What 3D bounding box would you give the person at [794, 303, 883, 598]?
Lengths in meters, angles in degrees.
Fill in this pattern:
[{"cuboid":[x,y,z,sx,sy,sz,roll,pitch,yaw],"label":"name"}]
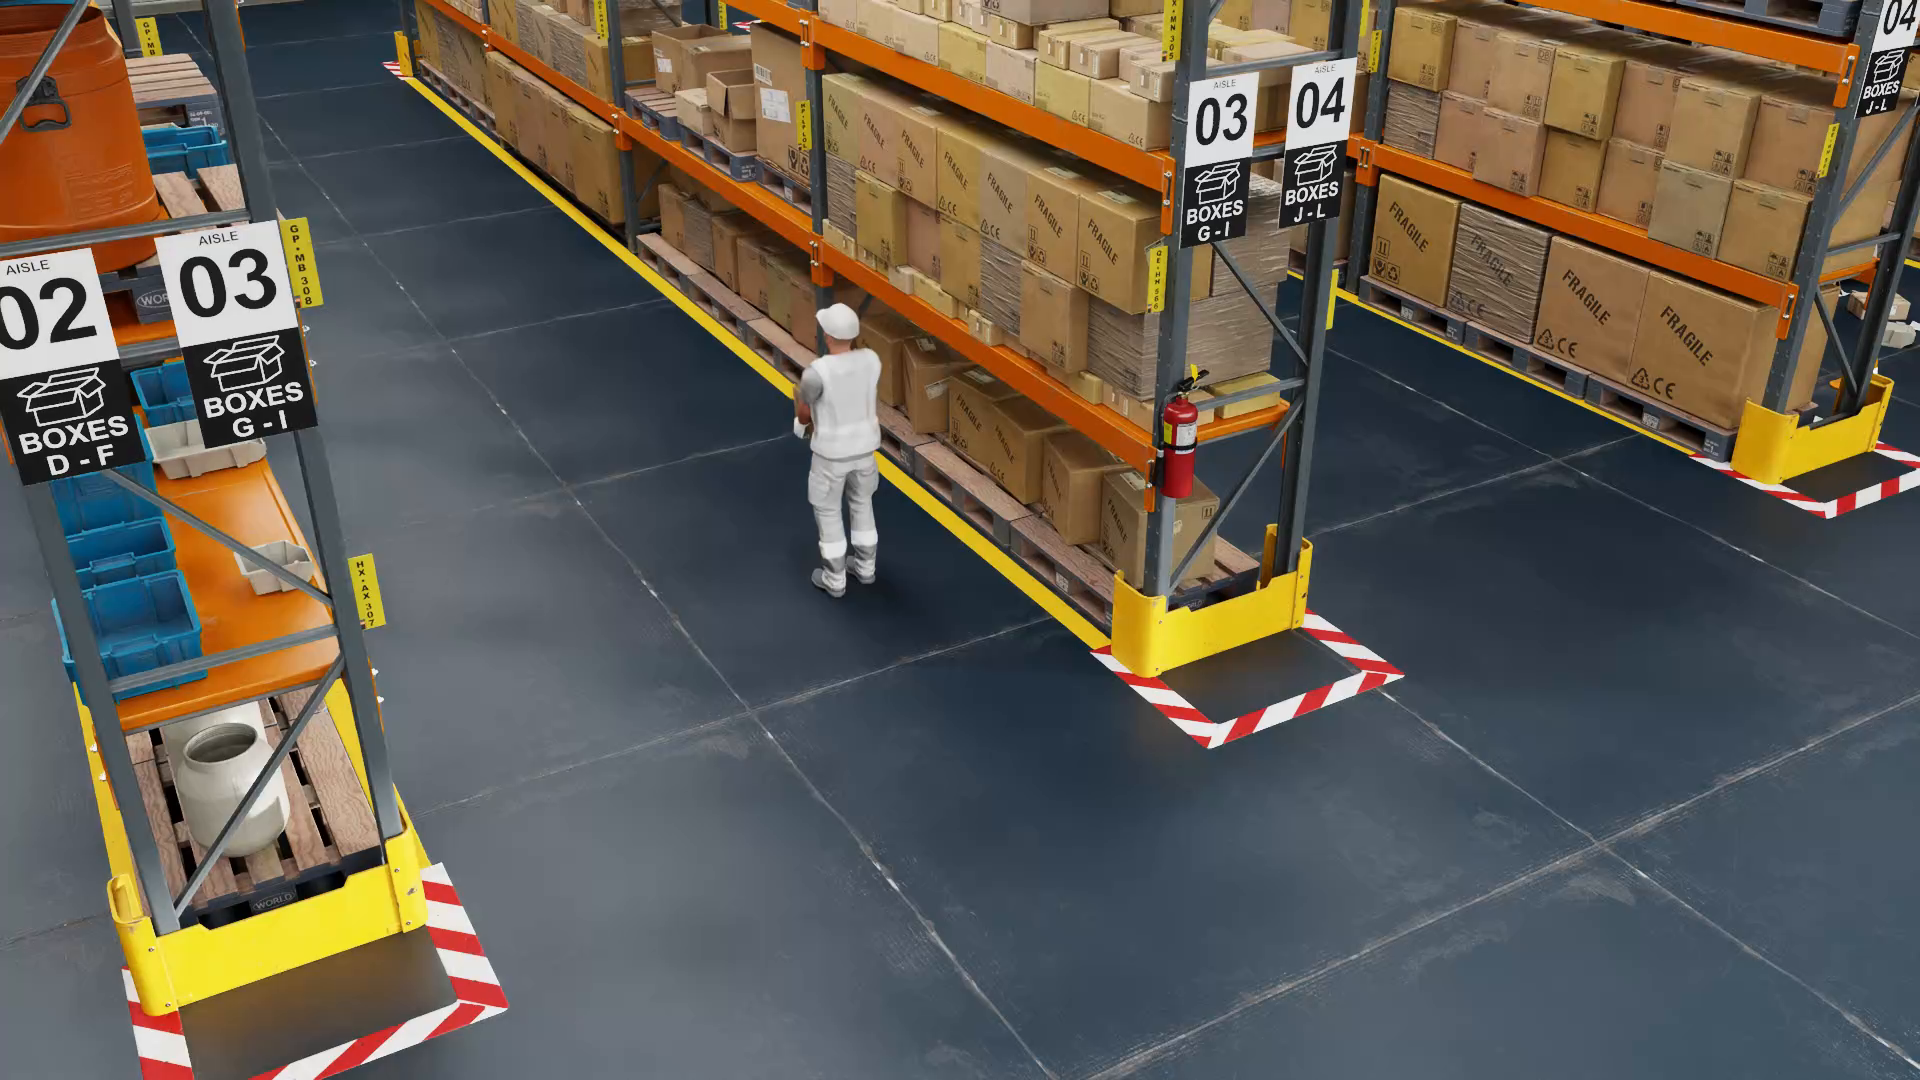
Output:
[{"cuboid":[-0.719,-0.556,9.557,0.495,1.786,0.558,-16,32,-26],"label":"person"}]
